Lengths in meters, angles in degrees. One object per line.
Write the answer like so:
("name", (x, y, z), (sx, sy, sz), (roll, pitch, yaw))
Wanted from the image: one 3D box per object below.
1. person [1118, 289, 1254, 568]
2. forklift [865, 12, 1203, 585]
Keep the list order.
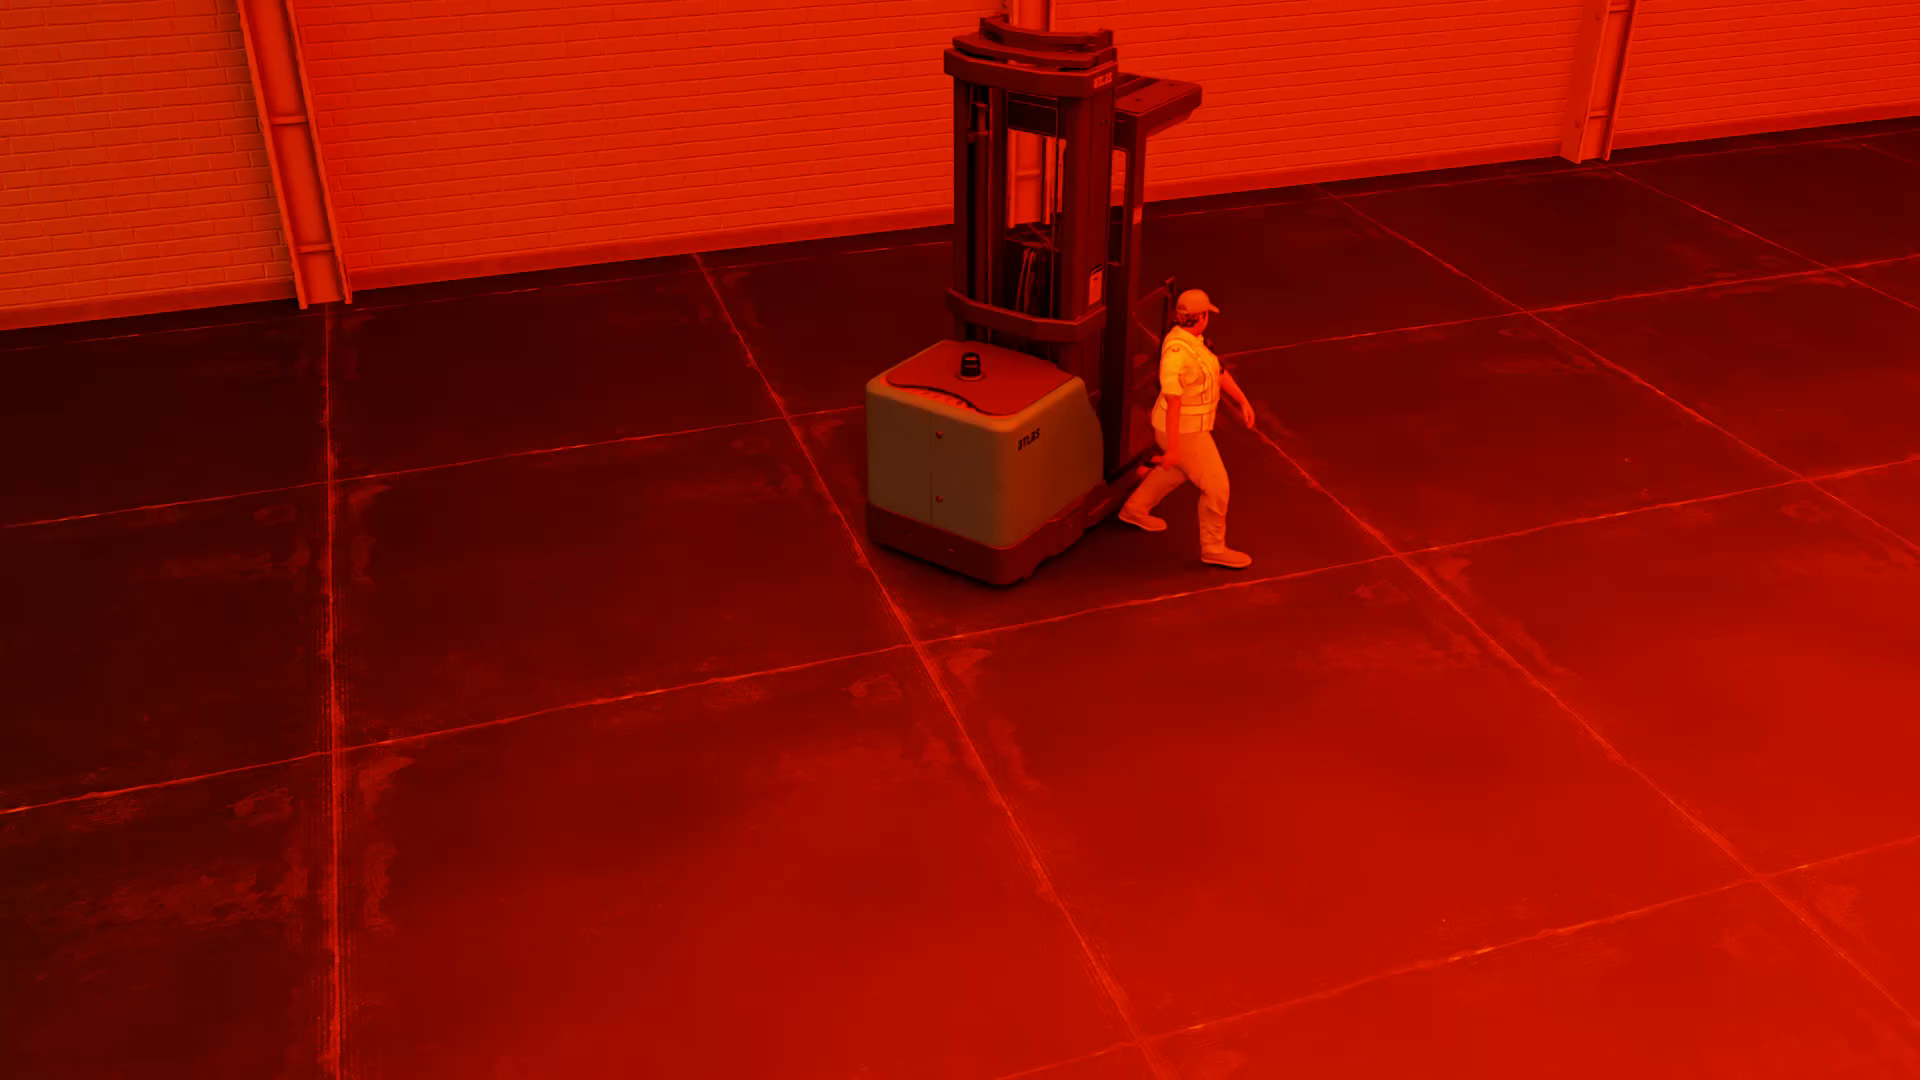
("person", (1.333, -0.646, 9.567), (0.822, 1.583, 0.638), (5, 30, 9))
("forklift", (0.707, -1.698, 10.039), (1.130, 2.935, 3.031), (20, 35, 30))
